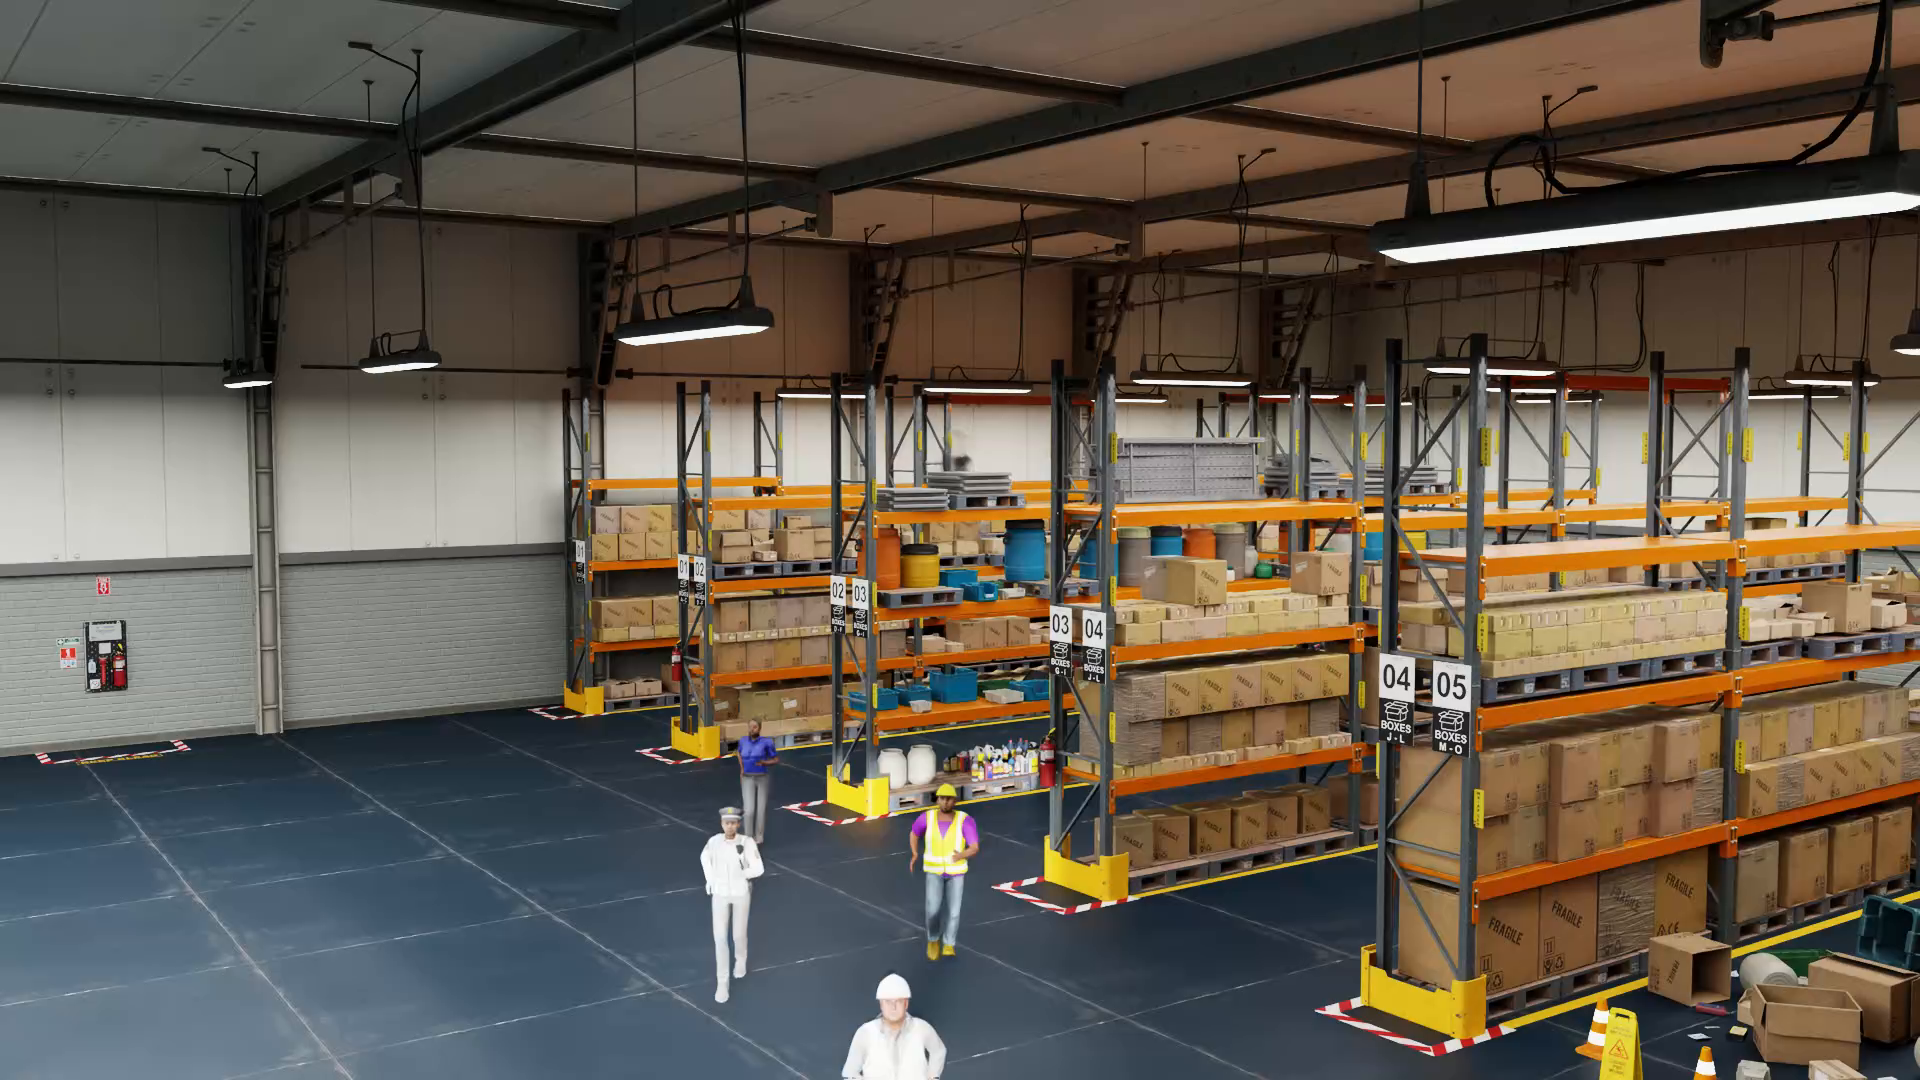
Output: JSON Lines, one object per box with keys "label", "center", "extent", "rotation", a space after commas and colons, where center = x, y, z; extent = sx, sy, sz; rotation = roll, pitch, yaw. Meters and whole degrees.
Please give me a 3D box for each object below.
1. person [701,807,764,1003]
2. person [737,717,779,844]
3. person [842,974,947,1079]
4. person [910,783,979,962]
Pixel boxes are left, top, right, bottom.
{"label": "person", "center": [-2.114, 3.305, 15.383], "extent": [0.608, 1.712, 0.825], "rotation": [0, 4, -2]}
{"label": "person", "center": [-2.497, 3.036, 20.541], "extent": [0.548, 1.724, 0.764], "rotation": [0, 4, -2]}
{"label": "person", "center": [-0.407, 3.604, 10.434], "extent": [0.661, 1.769, 0.936], "rotation": [0, 4, -3]}
{"label": "person", "center": [-0.155, 3.245, 16.176], "extent": [0.685, 1.745, 0.682], "rotation": [0, 4, 0]}
